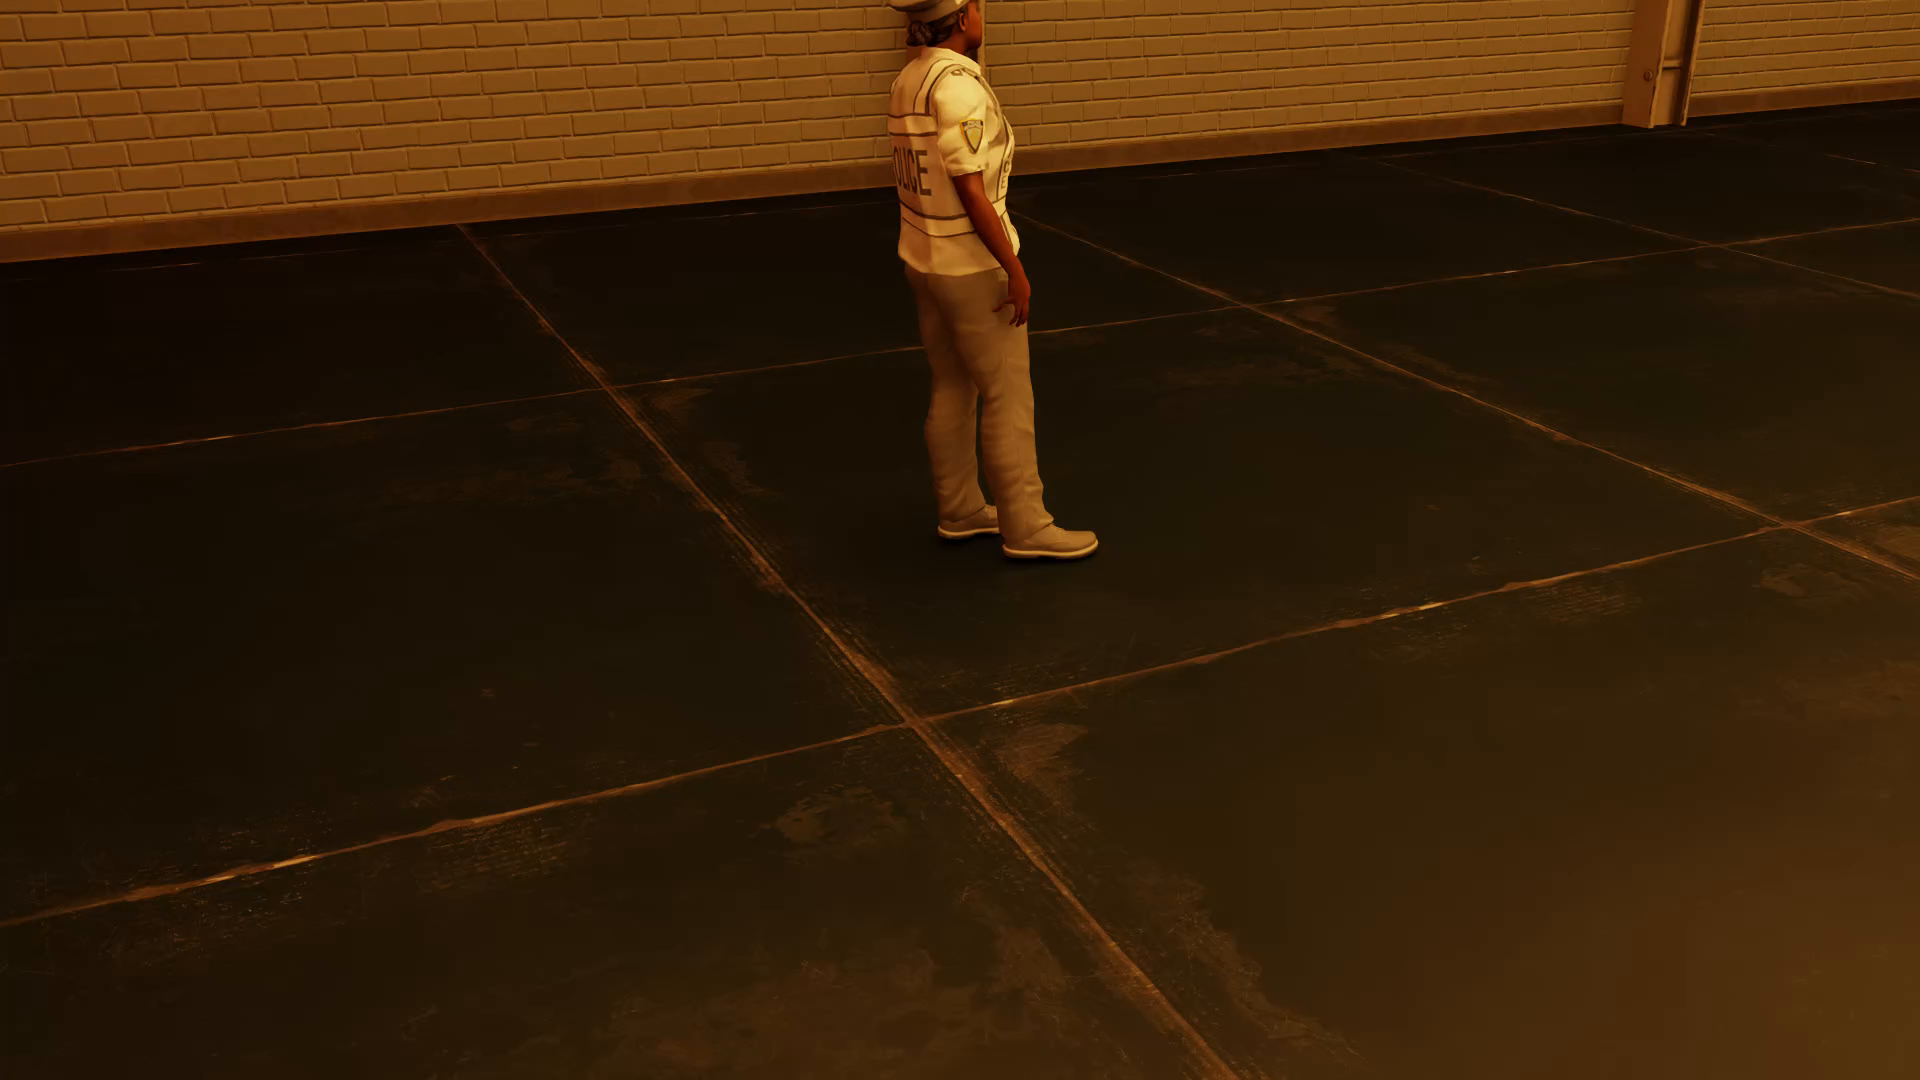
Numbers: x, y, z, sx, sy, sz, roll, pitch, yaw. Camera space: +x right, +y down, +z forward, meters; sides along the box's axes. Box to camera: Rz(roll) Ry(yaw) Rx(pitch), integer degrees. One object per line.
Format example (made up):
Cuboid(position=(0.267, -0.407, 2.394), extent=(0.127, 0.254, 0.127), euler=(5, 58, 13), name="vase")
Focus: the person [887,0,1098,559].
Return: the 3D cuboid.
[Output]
Cuboid(position=(0.076, -0.794, 4.791), extent=(0.530, 1.694, 0.569), euler=(-10, 25, -23), name="person")
